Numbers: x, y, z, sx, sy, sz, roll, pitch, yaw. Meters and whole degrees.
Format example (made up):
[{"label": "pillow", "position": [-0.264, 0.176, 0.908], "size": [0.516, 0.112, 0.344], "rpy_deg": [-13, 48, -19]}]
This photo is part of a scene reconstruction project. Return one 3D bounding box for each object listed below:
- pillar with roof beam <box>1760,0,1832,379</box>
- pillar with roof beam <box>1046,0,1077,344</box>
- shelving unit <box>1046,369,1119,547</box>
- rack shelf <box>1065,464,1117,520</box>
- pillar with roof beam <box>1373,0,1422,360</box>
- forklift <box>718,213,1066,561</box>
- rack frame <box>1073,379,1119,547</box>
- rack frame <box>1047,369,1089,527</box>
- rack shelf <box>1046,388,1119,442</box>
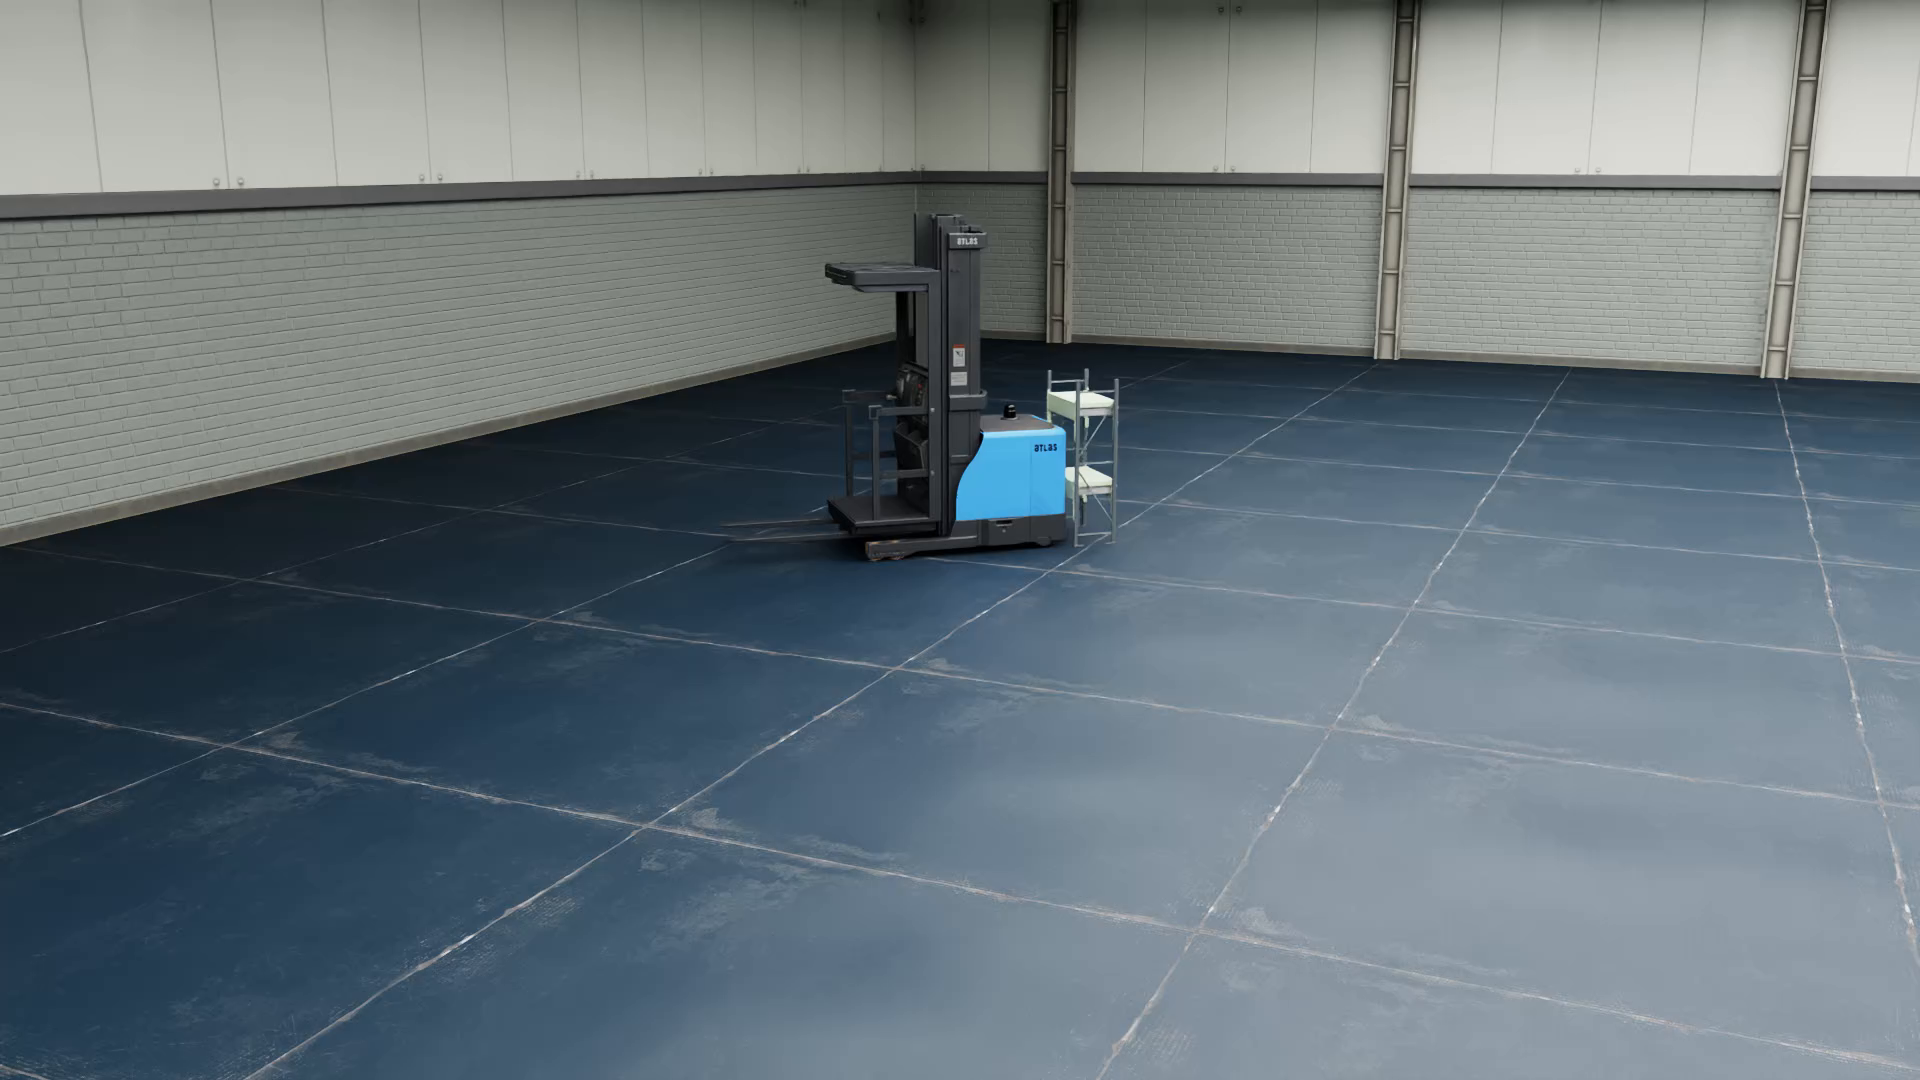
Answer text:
[{"label": "pillar with roof beam", "position": [11.067, -6.045, 21.313], "size": [0.400, 9.000, 9.100], "rpy_deg": [6, 14, 23]}, {"label": "pillar with roof beam", "position": [0.096, -7.155, 26.045], "size": [0.548, 9.000, 9.100], "rpy_deg": [6, 14, 23]}, {"label": "shelving unit", "position": [1.109, -0.767, 15.234], "size": [0.431, 1.500, 0.755], "rpy_deg": [-4, 14, -17]}, {"label": "rack shelf", "position": [1.109, -0.449, 15.309], "size": [0.431, 0.370, 0.720], "rpy_deg": [-4, 14, -17]}, {"label": "pillar with roof beam", "position": [5.582, -6.600, 23.679], "size": [0.400, 9.000, 9.100], "rpy_deg": [6, 14, 23]}, {"label": "forklift", "position": [-0.618, -1.376, 14.700], "size": [3.031, 2.935, 1.130], "rpy_deg": [-4, 14, -17]}, {"label": "rack frame", "position": [1.217, -0.687, 14.894], "size": [0.400, 1.500, 0.023], "rpy_deg": [-4, 14, -17]}, {"label": "rack frame", "position": [1.000, -0.847, 15.575], "size": [0.400, 1.500, 0.023], "rpy_deg": [-4, 14, -17]}, {"label": "rack shelf", "position": [1.109, -1.147, 15.145], "size": [0.431, 0.370, 0.720], "rpy_deg": [-4, 14, -17]}]
